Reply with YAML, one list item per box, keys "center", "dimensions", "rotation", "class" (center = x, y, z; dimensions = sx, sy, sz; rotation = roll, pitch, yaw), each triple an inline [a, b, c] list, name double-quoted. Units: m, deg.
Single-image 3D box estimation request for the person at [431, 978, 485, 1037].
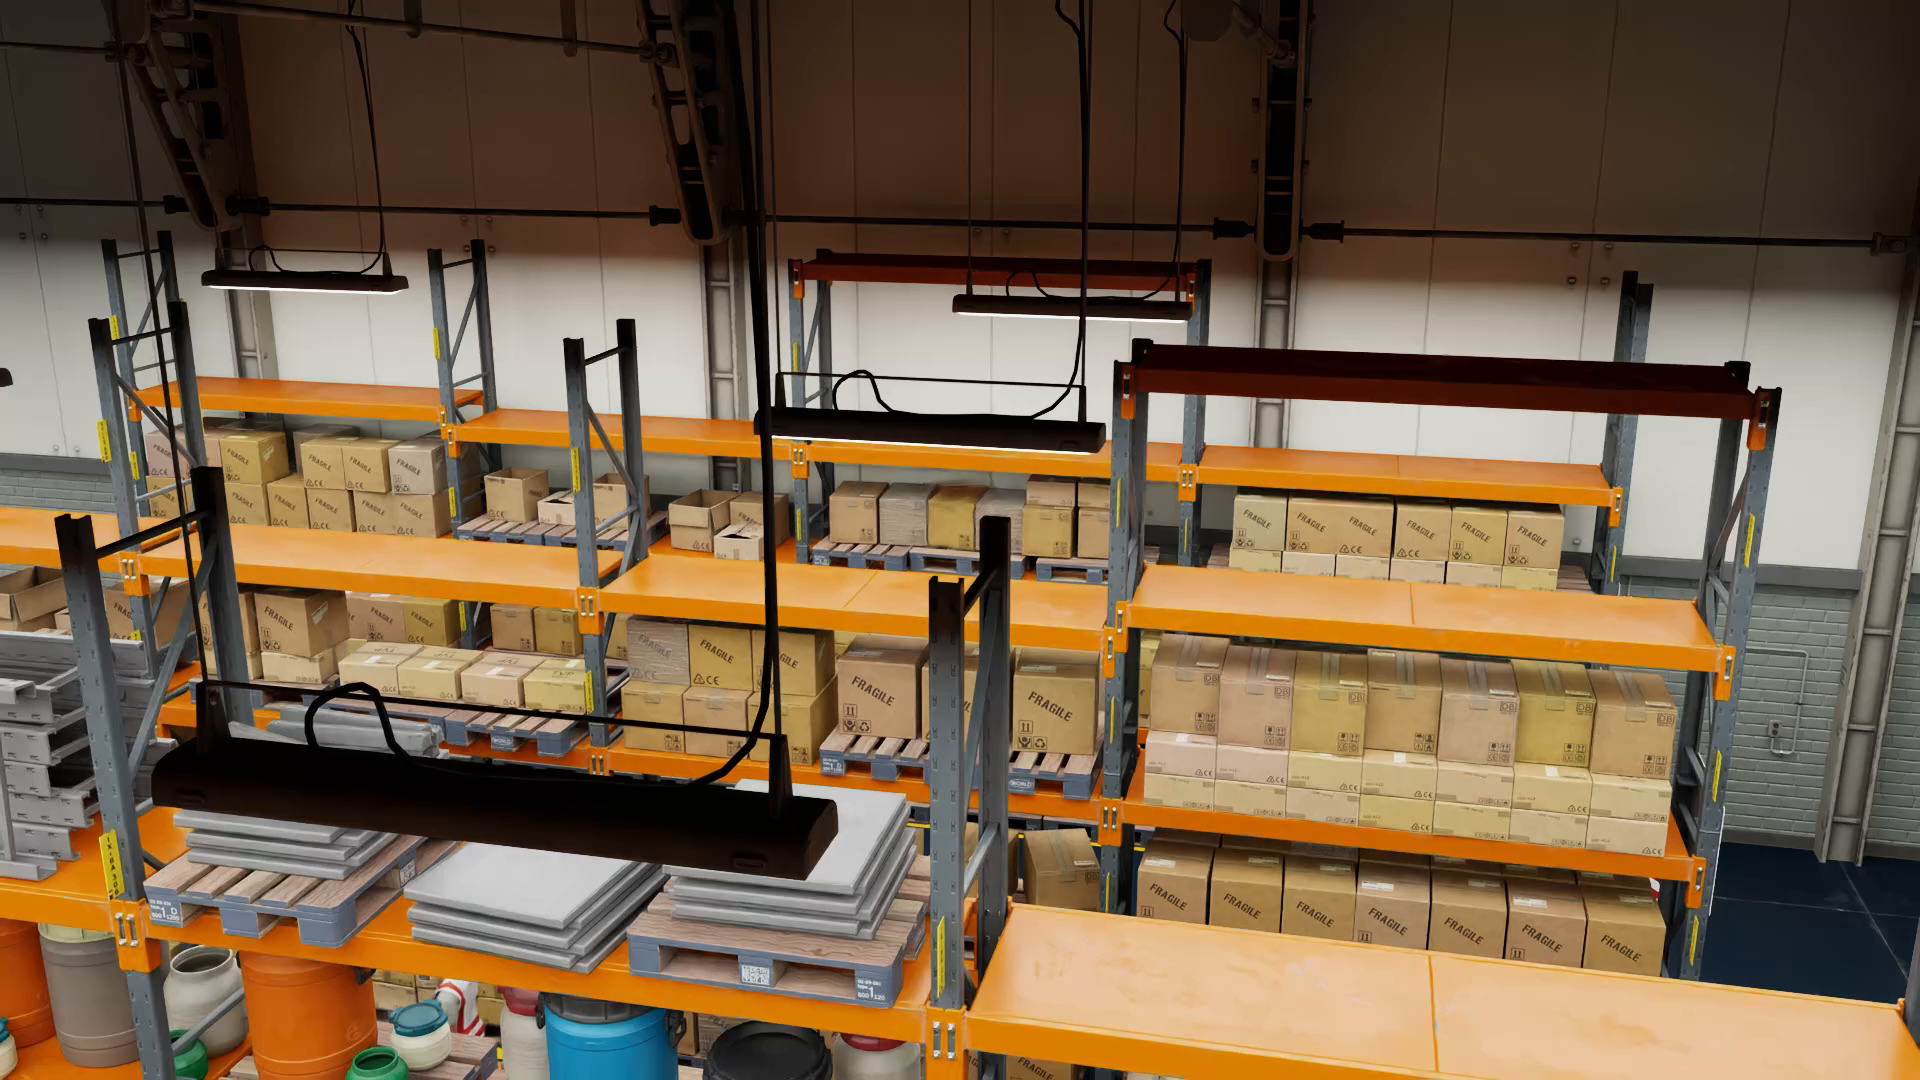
- center: [-3.770, 3.784, 12.340]
  dimensions: [0.485, 1.869, 0.531]
  rotation: [4, 17, 14]
  class: "person"
